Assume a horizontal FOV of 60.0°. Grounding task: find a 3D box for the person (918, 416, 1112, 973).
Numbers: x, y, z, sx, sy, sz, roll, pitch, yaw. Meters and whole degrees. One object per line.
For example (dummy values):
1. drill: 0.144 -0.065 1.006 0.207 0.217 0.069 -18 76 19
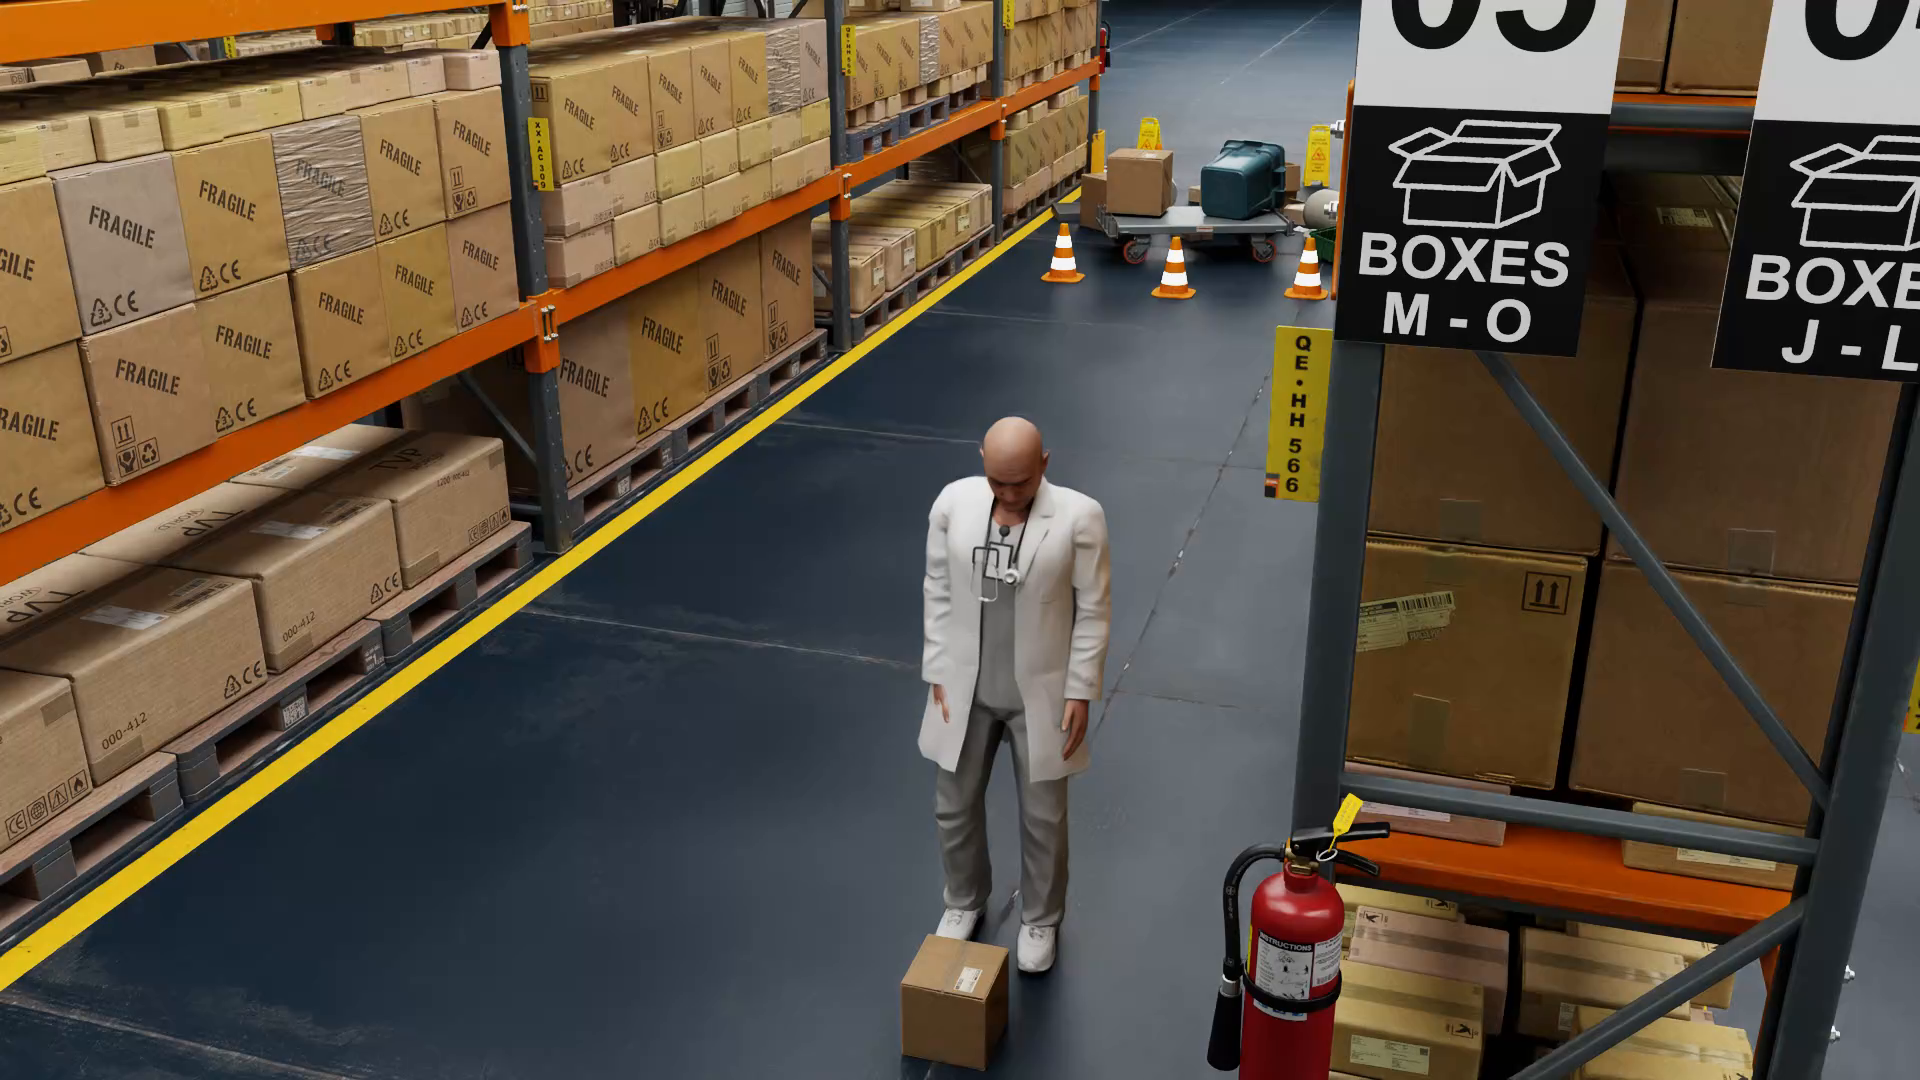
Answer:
1. person: 0.157 0.464 4.988 0.575 1.751 0.381 6 22 15
